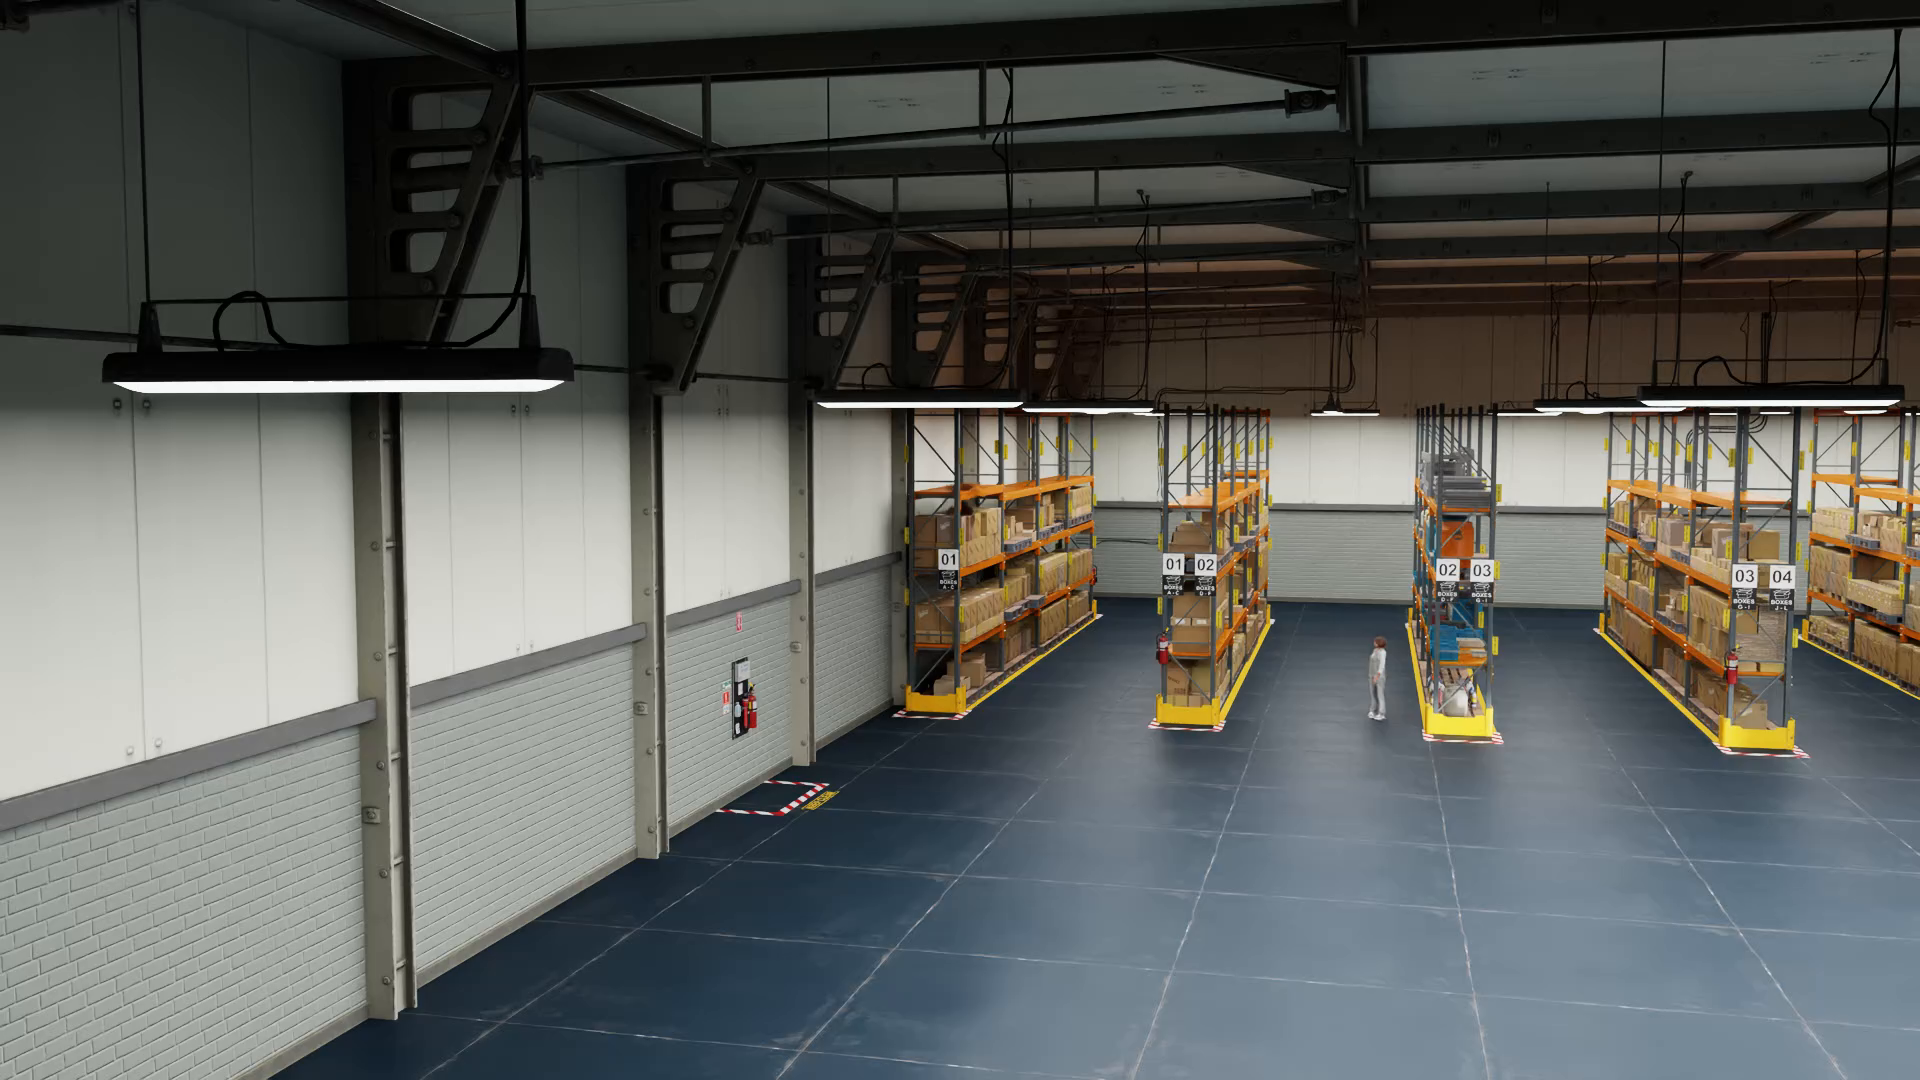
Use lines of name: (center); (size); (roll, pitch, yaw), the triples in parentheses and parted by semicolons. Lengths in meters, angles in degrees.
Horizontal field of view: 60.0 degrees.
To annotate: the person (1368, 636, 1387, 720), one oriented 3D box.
person: (7.944, 2.625, 31.699); (0.355, 1.606, 0.436); (-2, 5, -24)
